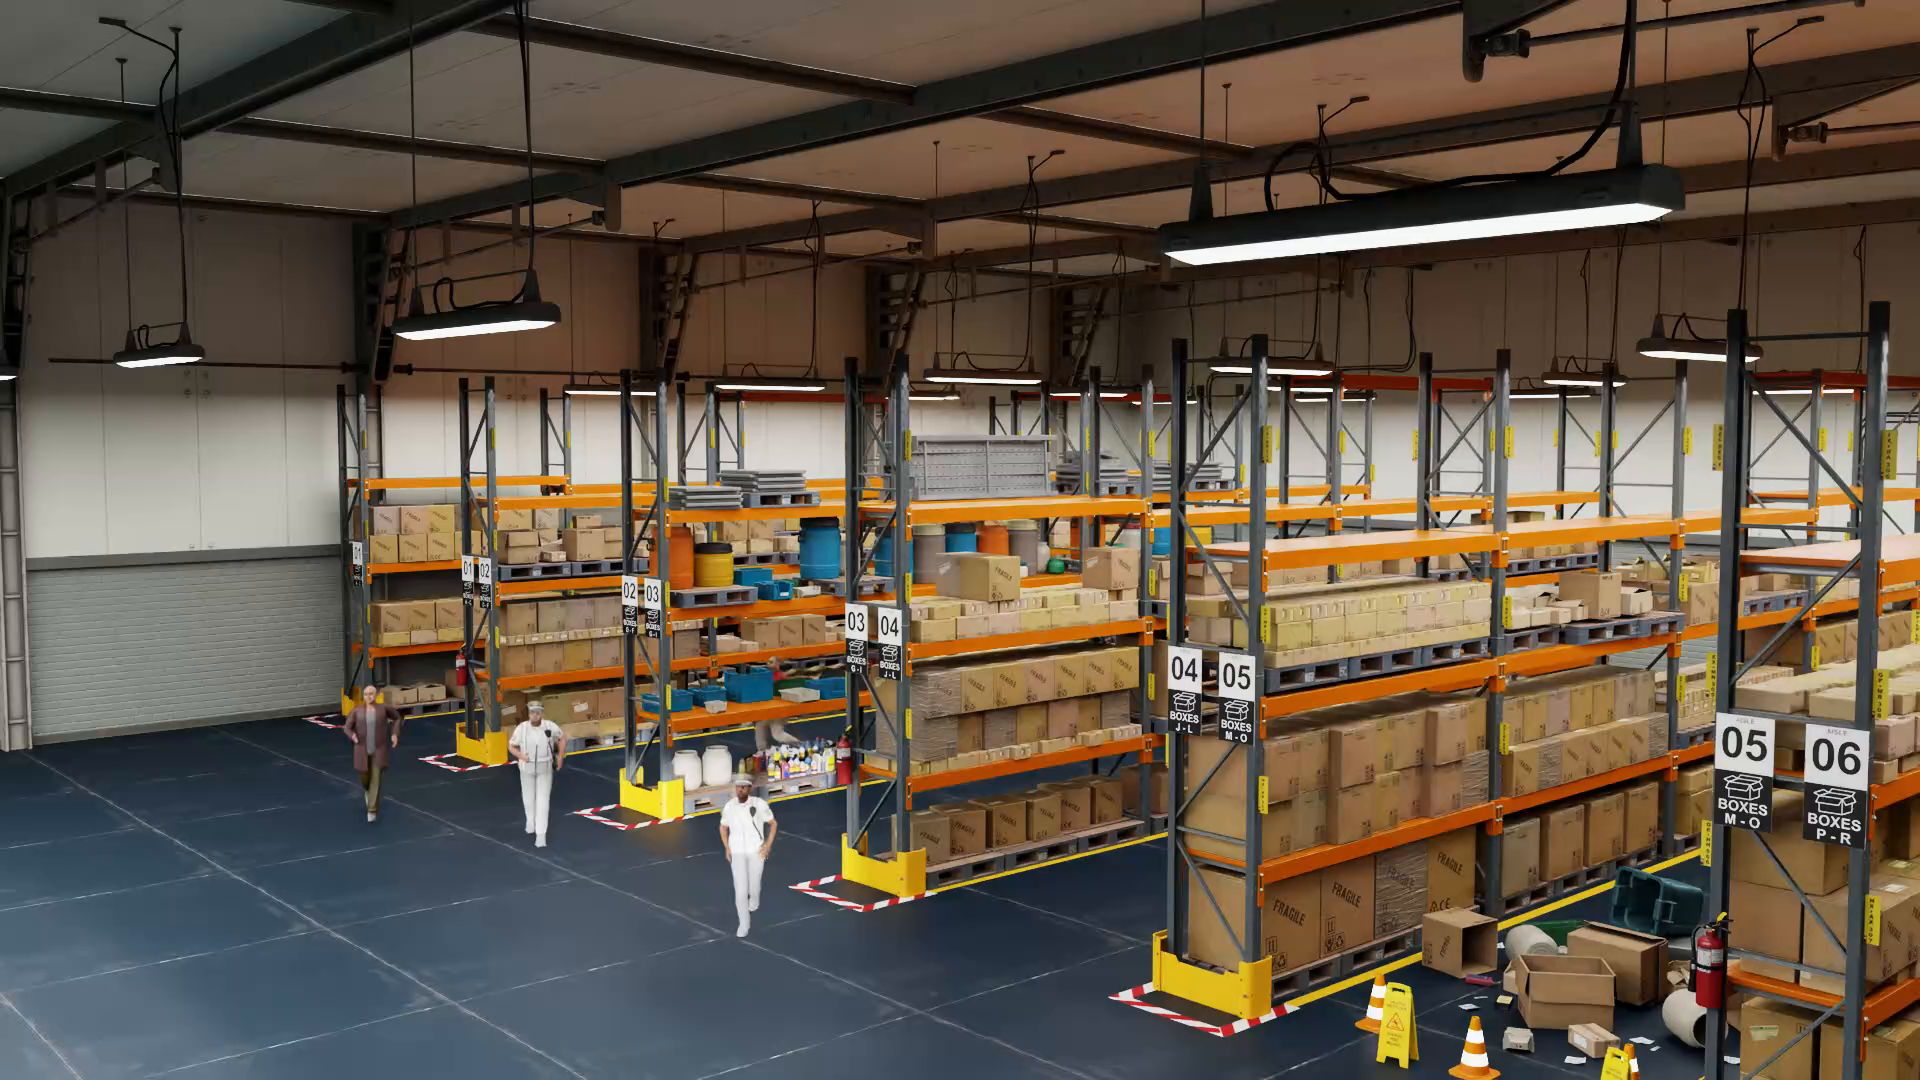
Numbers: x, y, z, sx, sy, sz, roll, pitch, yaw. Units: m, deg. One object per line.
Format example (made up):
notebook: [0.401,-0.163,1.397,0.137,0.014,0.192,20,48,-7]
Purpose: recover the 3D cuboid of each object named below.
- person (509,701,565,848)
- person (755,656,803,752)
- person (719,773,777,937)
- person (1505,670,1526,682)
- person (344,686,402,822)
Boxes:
person: [-5.333,2.905,20.987,0.686,1.808,0.870,-1,4,-11]
person: [-2.874,2.627,25.640,0.886,1.694,0.676,-3,5,-43]
person: [-2.193,3.219,17.203,0.592,1.681,0.582,0,4,2]
person: [8.239,2.660,24.767,0.625,1.832,0.753,3,5,41]
person: [-7.852,2.820,22.221,0.724,1.742,1.079,-1,4,-13]
